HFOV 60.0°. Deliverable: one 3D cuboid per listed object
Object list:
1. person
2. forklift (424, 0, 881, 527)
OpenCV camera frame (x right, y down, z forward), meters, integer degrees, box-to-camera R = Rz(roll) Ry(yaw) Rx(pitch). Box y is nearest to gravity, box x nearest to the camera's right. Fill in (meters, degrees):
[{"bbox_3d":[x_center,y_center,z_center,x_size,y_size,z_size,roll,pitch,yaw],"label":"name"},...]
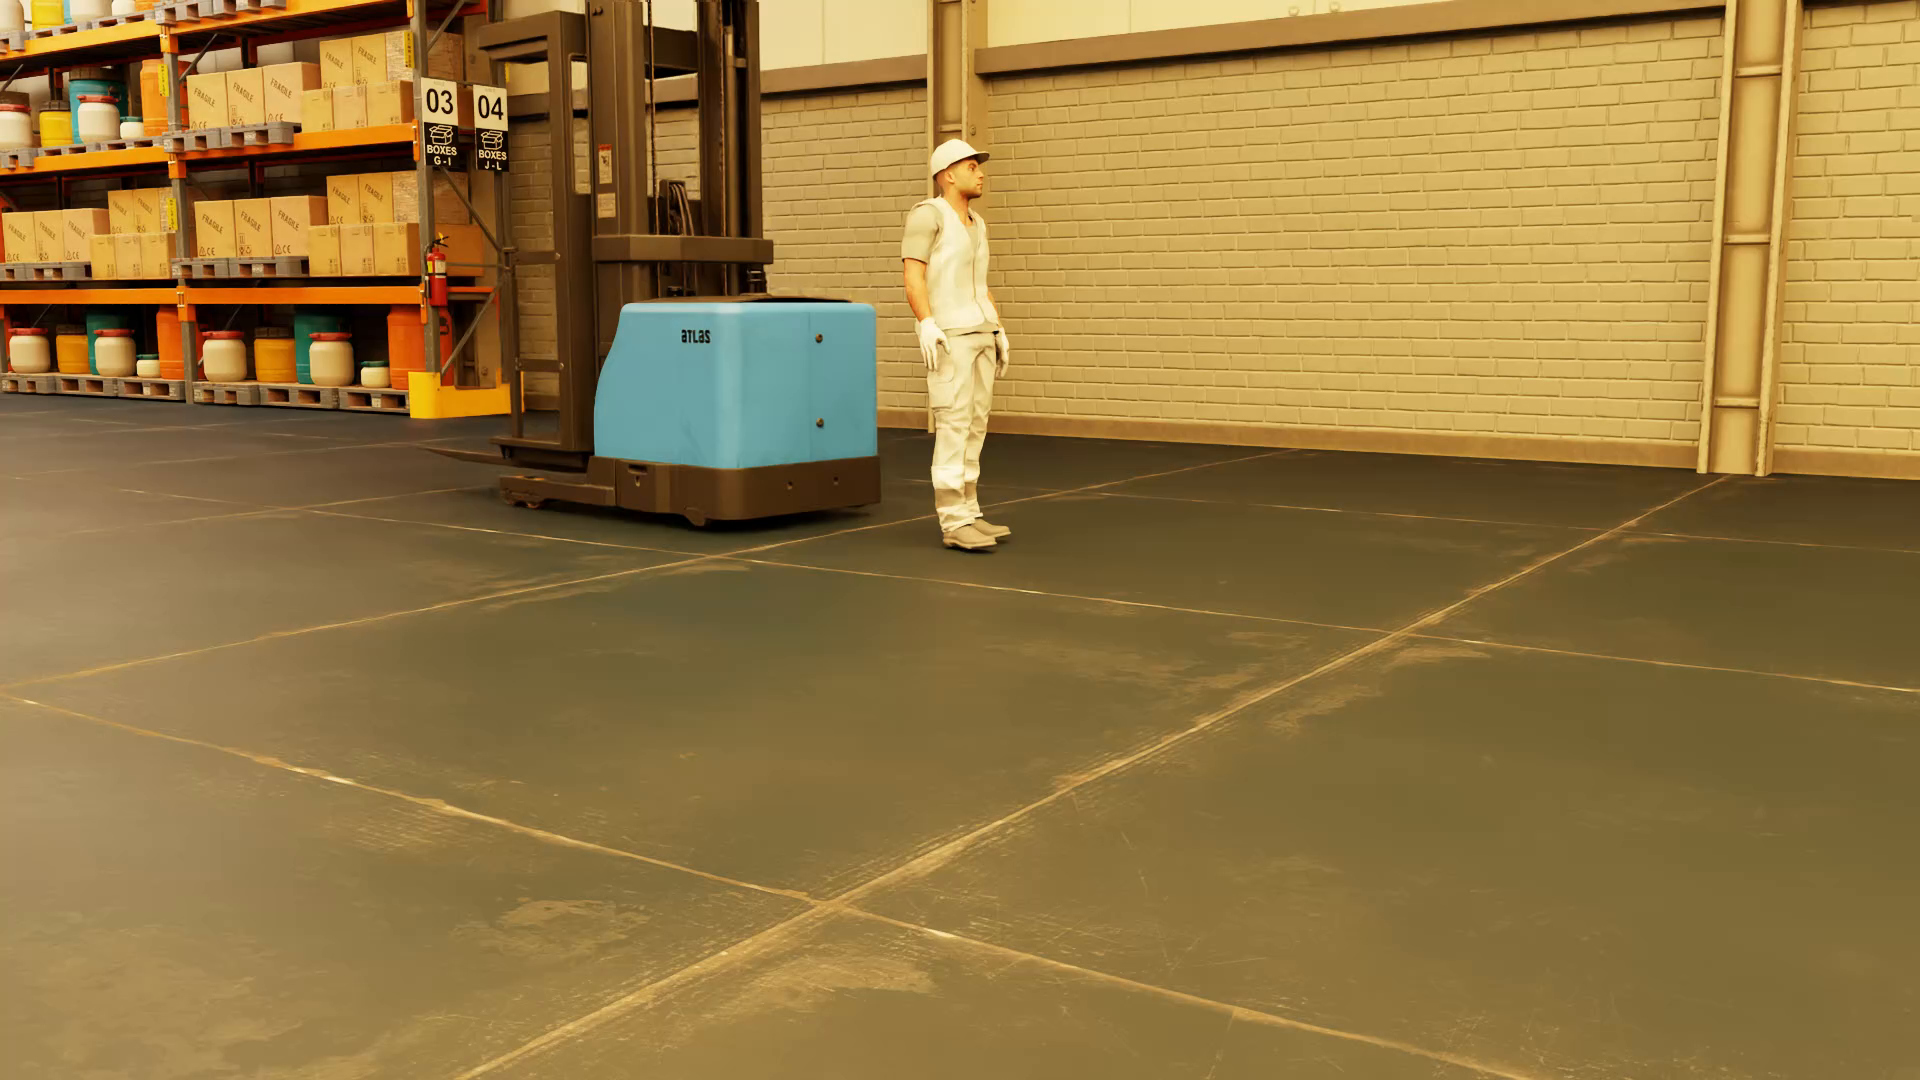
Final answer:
[{"bbox_3d":[0.059,-0.885,7.422,0.564,1.787,0.637,5,10,34],"label":"person"},{"bbox_3d":[-1.828,-1.663,8.887,3.031,2.935,1.130,7,11,42],"label":"forklift"}]
